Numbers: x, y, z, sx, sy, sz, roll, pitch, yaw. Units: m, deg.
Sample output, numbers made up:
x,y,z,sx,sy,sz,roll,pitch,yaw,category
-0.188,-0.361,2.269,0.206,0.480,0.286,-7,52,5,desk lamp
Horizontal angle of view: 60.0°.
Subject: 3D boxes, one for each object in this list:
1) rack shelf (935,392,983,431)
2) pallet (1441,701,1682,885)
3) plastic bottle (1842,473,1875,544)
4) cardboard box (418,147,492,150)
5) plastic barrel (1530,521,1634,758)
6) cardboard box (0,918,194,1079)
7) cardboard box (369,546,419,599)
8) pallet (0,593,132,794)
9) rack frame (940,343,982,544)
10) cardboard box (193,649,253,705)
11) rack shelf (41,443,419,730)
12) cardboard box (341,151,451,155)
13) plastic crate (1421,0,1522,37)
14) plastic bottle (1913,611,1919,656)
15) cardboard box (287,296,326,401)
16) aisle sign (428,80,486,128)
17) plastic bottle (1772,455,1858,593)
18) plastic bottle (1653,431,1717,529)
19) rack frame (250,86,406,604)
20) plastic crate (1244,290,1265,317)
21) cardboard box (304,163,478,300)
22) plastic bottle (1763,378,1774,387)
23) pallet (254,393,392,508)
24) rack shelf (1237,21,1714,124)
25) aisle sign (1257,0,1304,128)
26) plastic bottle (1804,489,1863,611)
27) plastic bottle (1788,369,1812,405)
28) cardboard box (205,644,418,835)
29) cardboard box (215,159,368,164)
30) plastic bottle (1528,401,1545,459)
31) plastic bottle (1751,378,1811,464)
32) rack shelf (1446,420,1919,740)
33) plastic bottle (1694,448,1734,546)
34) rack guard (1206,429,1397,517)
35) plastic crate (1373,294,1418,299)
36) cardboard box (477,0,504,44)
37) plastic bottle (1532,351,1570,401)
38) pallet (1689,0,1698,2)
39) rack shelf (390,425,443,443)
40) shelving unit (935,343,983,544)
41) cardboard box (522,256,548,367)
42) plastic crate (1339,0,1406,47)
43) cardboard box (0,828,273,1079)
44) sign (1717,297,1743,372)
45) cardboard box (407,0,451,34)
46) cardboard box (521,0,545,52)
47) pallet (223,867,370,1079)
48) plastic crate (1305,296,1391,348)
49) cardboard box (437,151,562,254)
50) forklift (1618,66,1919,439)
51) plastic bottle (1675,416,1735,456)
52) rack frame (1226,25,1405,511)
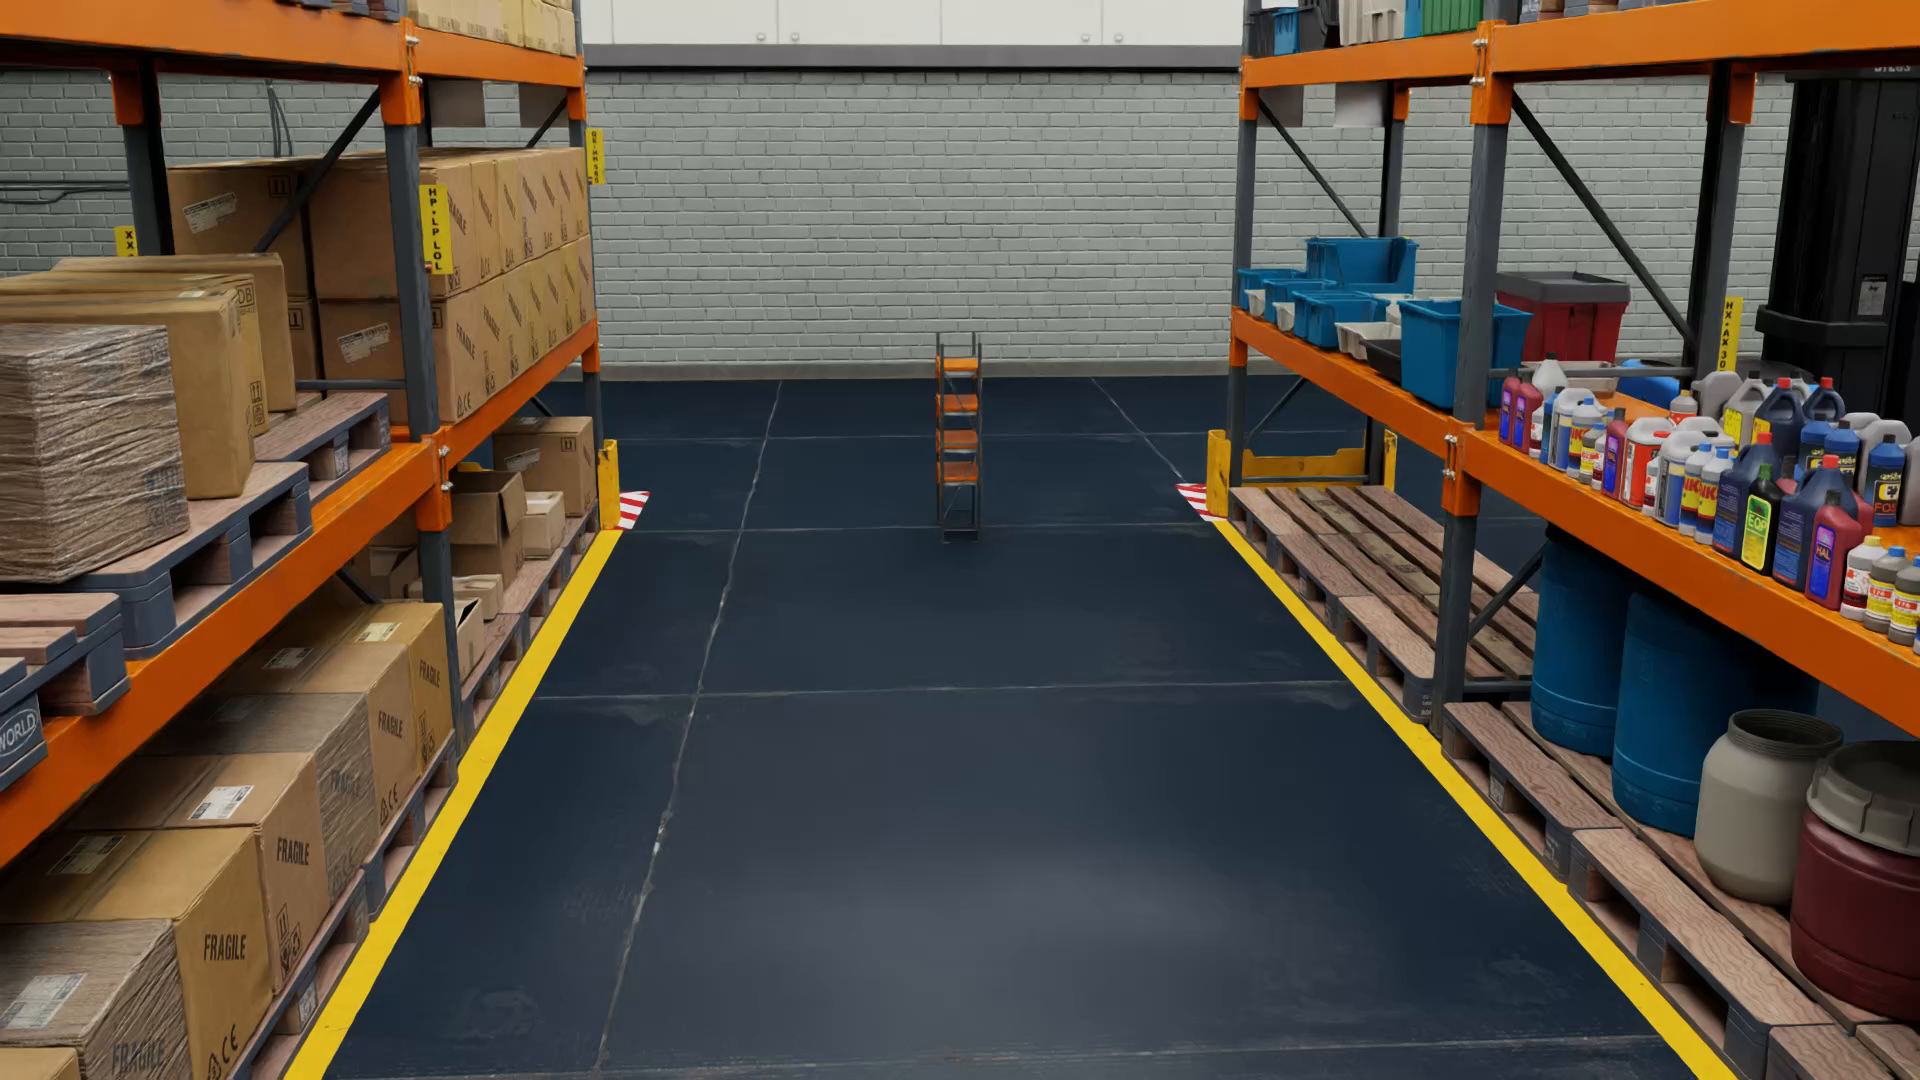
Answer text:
x,y,z,sx,sy,sz,roll,pitch,yaw,category
-0.010,-0.774,9.998,0.258,0.148,0.480,-1,14,-3,rack shelf
2.465,0.893,6.132,1.003,0.211,1.213,-1,14,-3,pallet
2.317,-0.025,4.339,0.061,0.283,0.133,-1,14,-3,plastic bottle
-2.969,-1.988,9.524,0.500,0.500,0.500,0,14,-2,cardboard box
2.475,0.298,6.215,0.600,0.901,0.708,-1,14,-3,plastic barrel
-2.019,1.170,3.592,0.500,0.500,0.500,-1,14,-5,cardboard box
-2.850,0.191,7.778,0.500,0.311,0.500,-1,14,-3,cardboard box
-2.350,0.346,3.048,1.213,0.211,1.003,-1,14,-3,pallet
0.005,-0.562,9.801,0.240,1.200,0.015,-1,14,-3,rack frame
-2.655,0.680,5.499,0.500,0.500,0.500,-1,14,-3,cardboard box
-2.362,0.142,4.363,0.919,0.052,3.809,-1,14,-3,rack shelf
-2.903,-1.733,8.535,0.500,0.500,0.500,-1,14,-3,cardboard box
2.131,-2.101,6.577,0.450,0.188,0.662,-1,14,-3,plastic crate
2.228,0.130,3.760,0.097,0.271,0.097,0,14,0,plastic bottle
-2.773,-0.743,6.695,0.500,0.500,0.500,-1,14,-3,cardboard box
-3.031,-2.841,9.830,0.394,0.787,0.004,-1,14,-3,aisle sign
2.216,-0.050,4.299,0.144,0.351,0.185,-1,14,-3,plastic bottle
2.179,-0.181,4.959,0.152,0.276,0.135,-1,14,-3,plastic bottle
-2.489,-0.574,6.239,0.949,2.616,0.053,-1,14,-3,rack frame
1.835,-1.399,9.851,0.250,0.136,0.298,-1,14,-3,plastic crate
-2.234,-1.229,6.575,0.500,0.500,0.500,-1,14,-2,cardboard box
2.866,-0.444,5.965,0.061,0.283,0.133,-1,14,-3,plastic bottle
-2.545,-0.281,5.484,1.003,0.211,1.213,-1,14,-3,pallet
2.335,-2.252,8.182,1.077,0.370,4.000,-1,14,-3,rack shelf
1.910,-2.917,10.127,0.394,0.787,0.004,-1,14,-3,aisle sign
2.185,0.023,4.151,0.061,0.283,0.133,-1,14,-3,plastic bottle
2.842,-0.403,5.670,0.144,0.351,0.185,-1,14,-3,plastic bottle
-2.147,0.664,5.558,0.500,0.500,0.500,-1,14,-3,cardboard box
-2.810,-1.356,7.071,0.500,0.500,0.500,-1,14,-5,cardboard box
2.089,-0.394,5.938,0.097,0.201,0.097,0,14,0,plastic bottle
2.710,-0.354,5.483,0.144,0.351,0.185,-1,14,-3,plastic bottle
2.582,0.196,4.689,1.077,0.370,4.000,-1,14,-3,rack shelf
2.165,-0.125,4.752,0.097,0.271,0.097,0,14,0,plastic bottle
2.196,-0.440,10.733,1.175,0.500,0.348,-1,14,-3,rack guard
2.442,-1.346,9.647,0.396,0.136,0.243,-1,14,-3,plastic crate
-2.325,-2.328,7.336,0.500,0.250,0.500,-1,14,-3,cardboard box
2.159,-0.524,6.140,0.144,0.351,0.185,-1,14,-3,plastic bottle
2.678,-1.536,4.335,1.003,0.211,1.213,-1,14,-3,pallet
-2.609,-0.853,8.229,0.919,0.052,3.809,-1,14,-3,rack shelf
-0.010,-0.622,10.035,0.258,1.200,0.499,-1,14,-3,shelving unit
-2.342,-1.132,8.206,0.500,0.500,0.500,-1,14,-4,cardboard box
2.040,-2.484,7.880,0.437,0.282,0.530,-1,14,-3,plastic crate
-2.250,1.339,2.833,1.136,0.551,3.017,-1,14,-5,cardboard box
3.008,-0.792,6.530,0.100,0.325,0.005,-1,14,-3,sign
-2.269,-2.079,6.369,0.500,0.250,0.500,-1,14,-3,cardboard box
-2.374,-2.577,8.303,0.500,0.250,0.500,-1,14,-3,cardboard box
-2.319,1.282,4.621,1.003,0.211,1.213,-1,14,-3,pallet
1.998,-1.124,8.592,0.416,0.233,0.300,-1,14,-3,plastic crate
-2.362,-1.741,8.566,0.500,0.500,0.500,0,14,-2,cardboard box
5.402,-1.321,9.277,3.031,2.935,1.130,1,14,4,forklift
2.316,-0.241,5.192,0.152,0.276,0.135,-1,14,-3,plastic bottle
2.211,-1.645,10.399,1.000,3.000,0.127,-1,14,-3,rack frame
